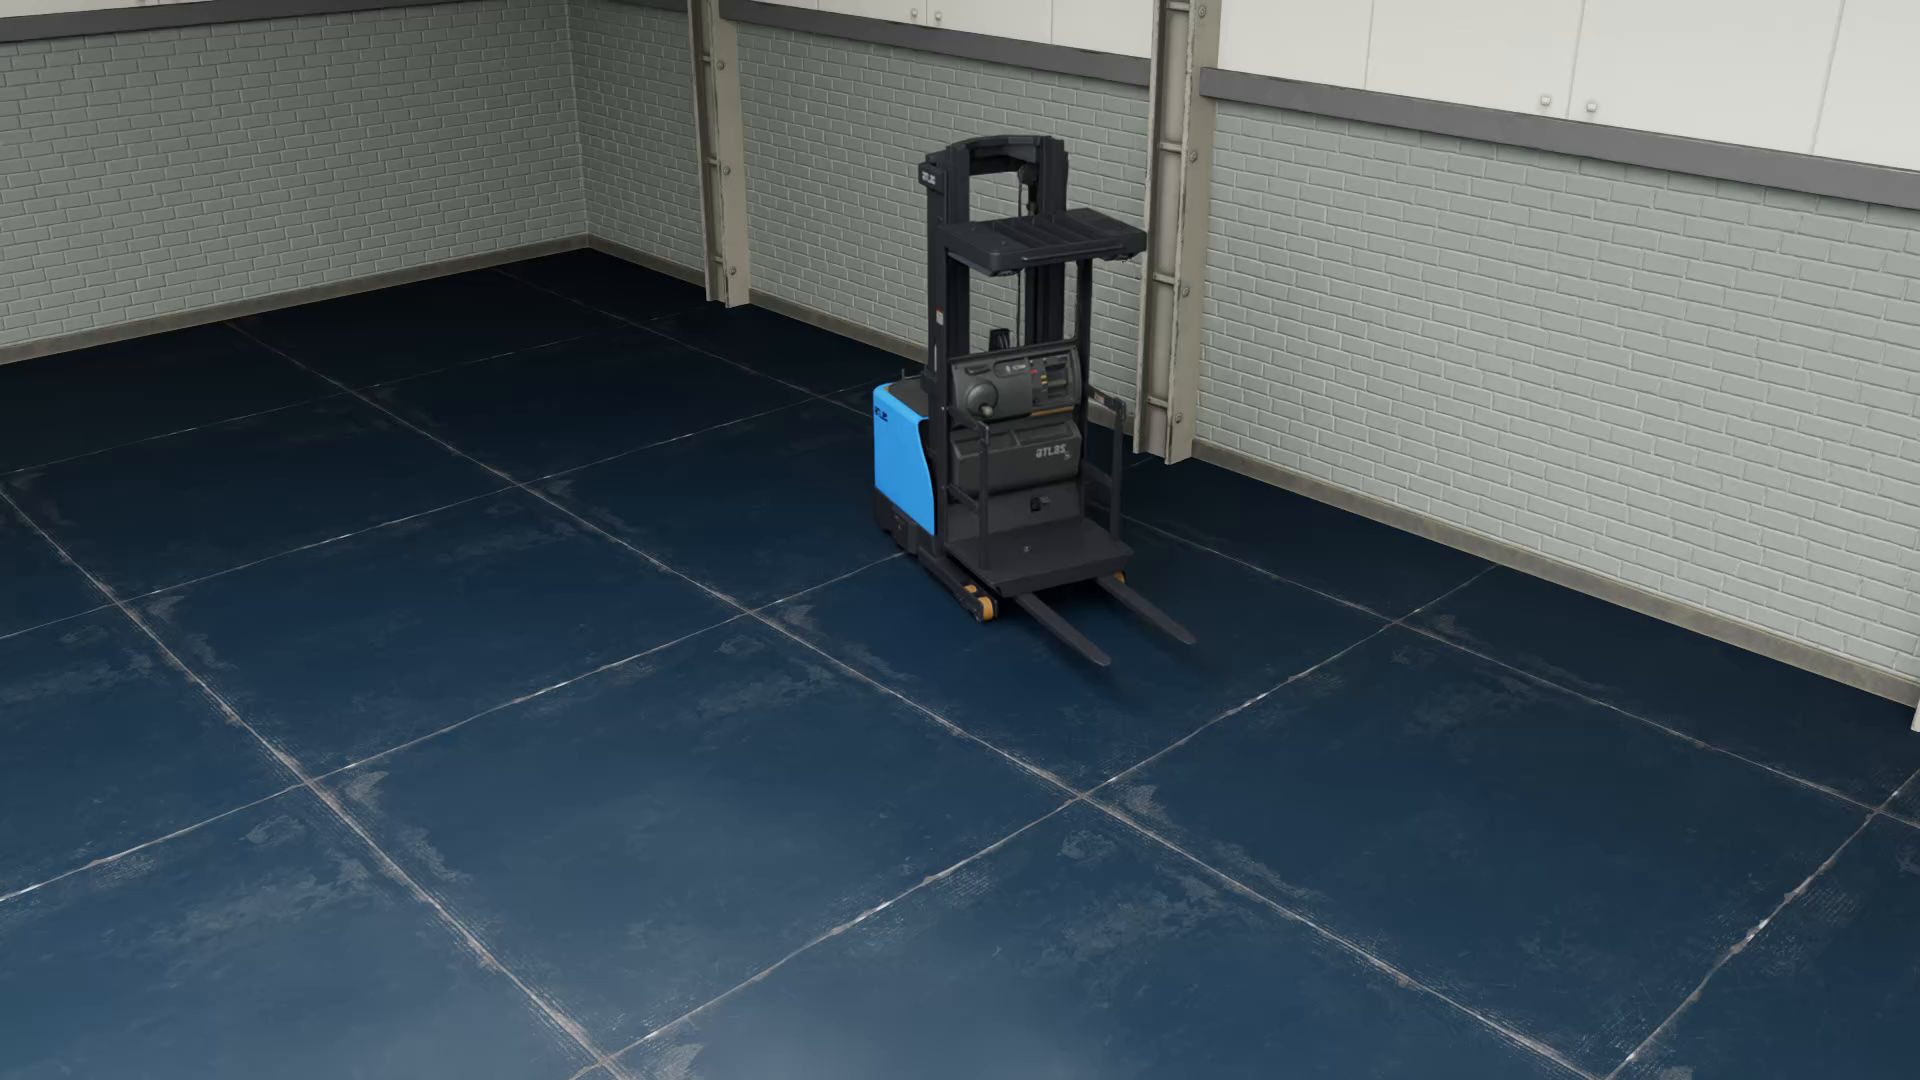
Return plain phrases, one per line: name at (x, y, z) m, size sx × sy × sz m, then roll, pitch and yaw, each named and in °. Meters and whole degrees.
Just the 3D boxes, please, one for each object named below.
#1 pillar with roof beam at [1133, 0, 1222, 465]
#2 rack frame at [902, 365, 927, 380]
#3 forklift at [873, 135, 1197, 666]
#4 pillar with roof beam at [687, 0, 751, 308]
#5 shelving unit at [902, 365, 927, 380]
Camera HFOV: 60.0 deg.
pillar with roof beam at (-1.483, -3.579, 9.050) m, size 9.100 × 9.000 × 0.400 m, roll -21°, pitch 32°, yaw -38°
rack frame at (-0.340, -0.805, 12.546) m, size 0.200 × 1.050 × 0.008 m, roll -12°, pitch 27°, yaw -24°
forklift at (0.472, -1.008, 10.725) m, size 1.130 × 2.935 × 3.031 m, roll -12°, pitch 27°, yaw -24°
pillar with roof beam at (-5.584, -5.397, 13.035) m, size 9.100 × 9.000 × 0.400 m, roll -21°, pitch 32°, yaw -38°
shelving unit at (-0.285, -0.759, 12.446) m, size 0.215 × 1.050 × 0.252 m, roll -12°, pitch 27°, yaw -24°
